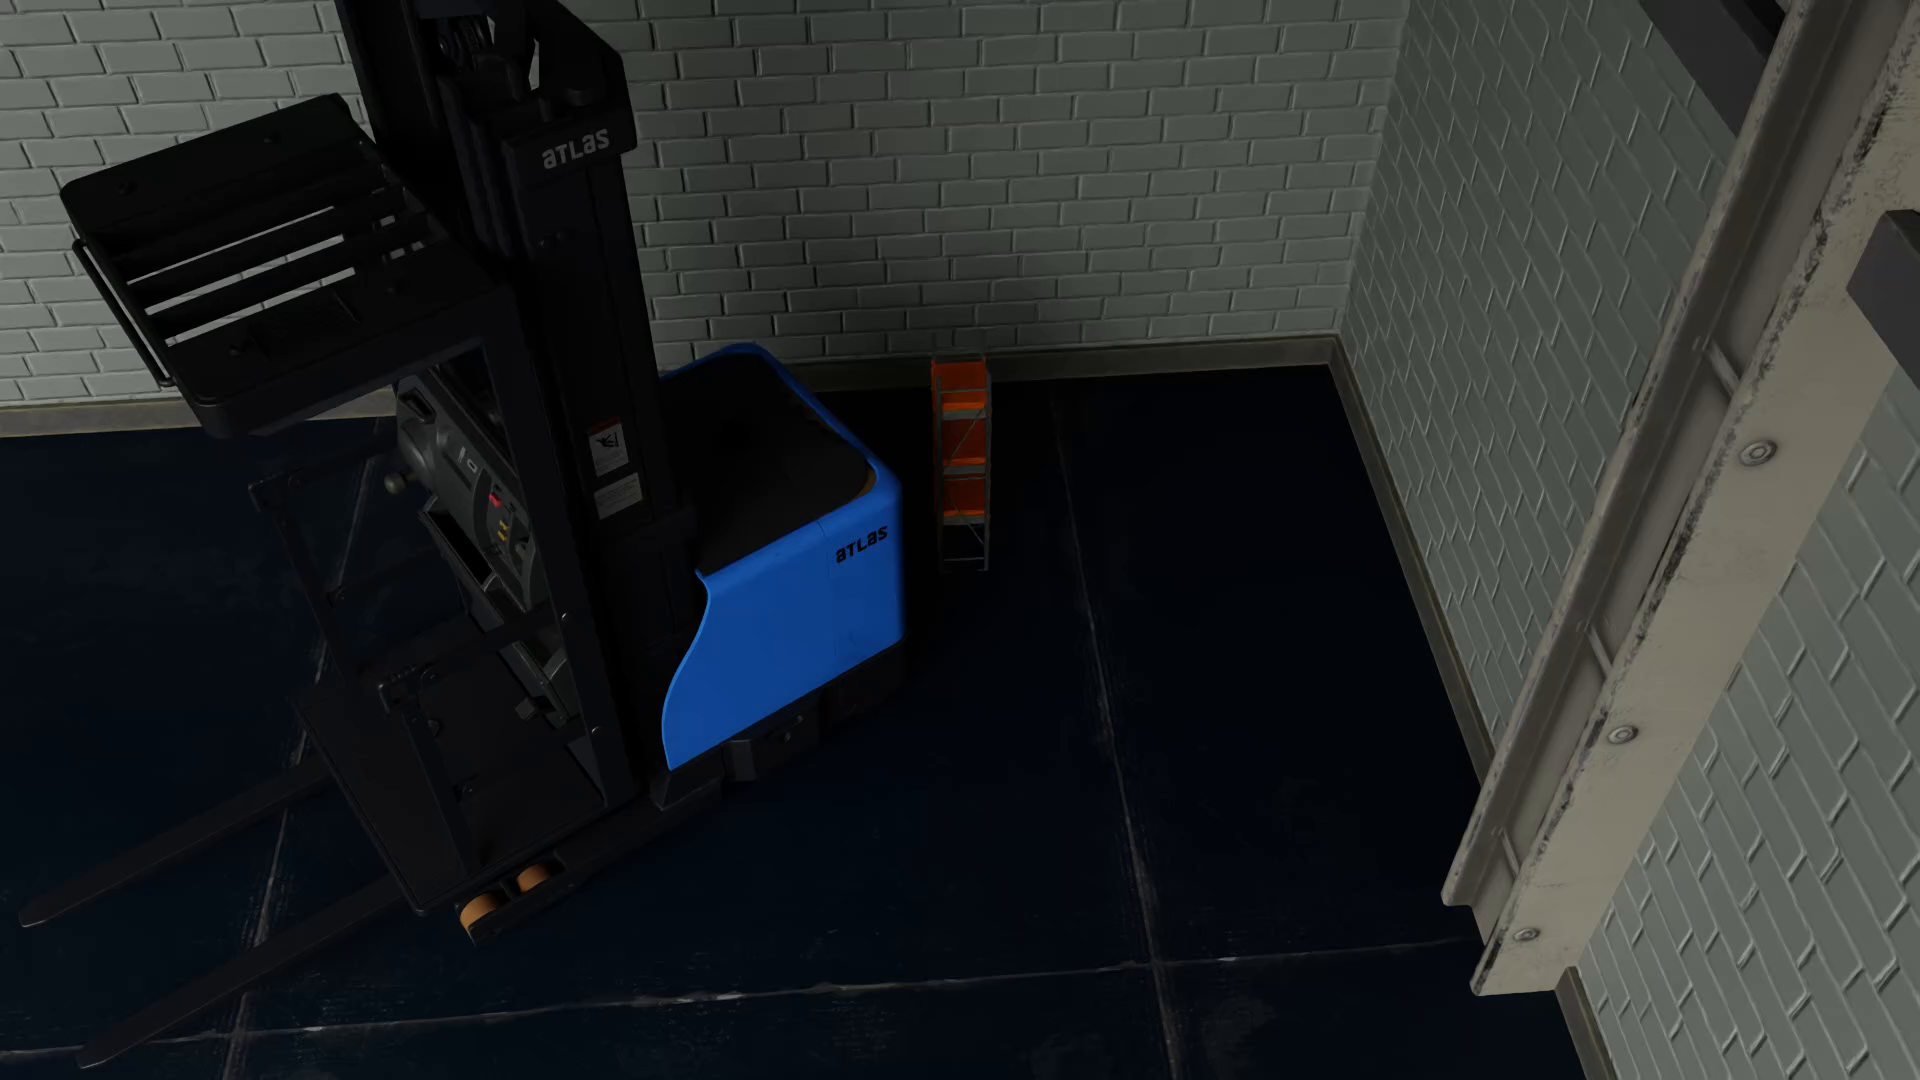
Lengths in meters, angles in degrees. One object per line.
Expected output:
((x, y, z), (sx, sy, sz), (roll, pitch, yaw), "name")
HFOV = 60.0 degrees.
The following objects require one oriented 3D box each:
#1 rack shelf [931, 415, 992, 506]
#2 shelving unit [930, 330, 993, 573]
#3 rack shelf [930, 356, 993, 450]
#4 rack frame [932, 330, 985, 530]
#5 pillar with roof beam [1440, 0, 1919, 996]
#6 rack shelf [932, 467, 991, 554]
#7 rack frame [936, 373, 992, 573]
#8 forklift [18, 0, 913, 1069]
((0.004, -0.315, 6.476), (0.215, 0.259, 0.240), (-3, 47, -3), "rack shelf")
((0.004, -0.322, 6.469), (0.215, 1.050, 0.252), (-3, 47, -3), "shelving unit")
((0.004, -0.510, 6.270), (0.215, 0.259, 0.240), (-3, 47, -3), "rack shelf")
((-0.006, -0.411, 6.552), (0.200, 1.050, 0.008), (-3, 47, -3), "rack frame")
((-2.463, -1.487, 2.097), (9.100, 9.000, 0.400), (-3, 47, -3), "pillar with roof beam")
((0.004, -0.124, 6.678), (0.215, 0.259, 0.240), (-3, 47, -3), "rack shelf")
((0.015, -0.234, 6.385), (0.200, 1.050, 0.008), (-3, 47, -3), "rack frame")
((-1.663, -0.099, 4.962), (3.031, 2.935, 1.130), (-29, 53, -24), "forklift")
